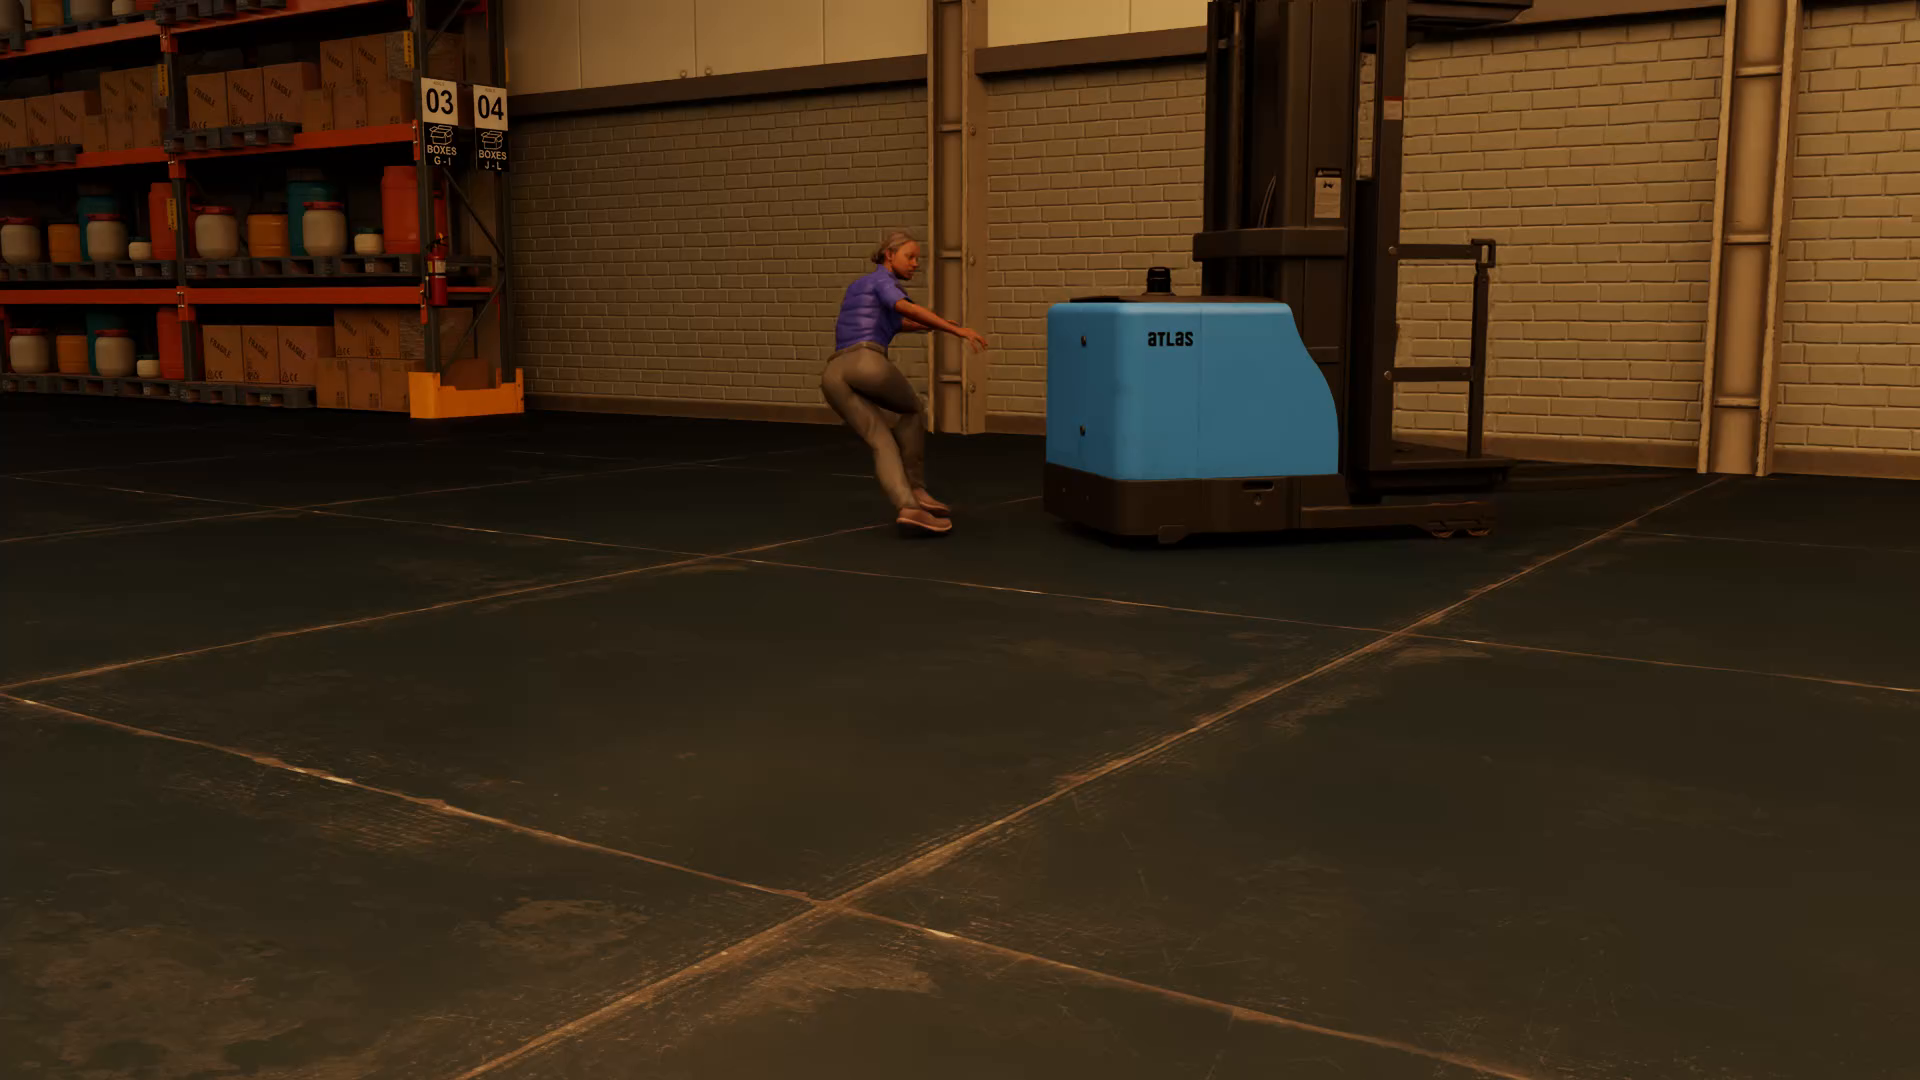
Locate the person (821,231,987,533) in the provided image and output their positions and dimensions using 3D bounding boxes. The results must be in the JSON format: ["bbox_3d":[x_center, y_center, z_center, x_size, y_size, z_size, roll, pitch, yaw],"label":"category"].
[{"bbox_3d":[-0.209,-0.787,8.058,0.907,1.411,0.909,6,10,38],"label":"person"}]

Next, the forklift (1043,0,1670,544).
[{"bbox_3d":[1.980,-1.527,7.934,3.031,2.935,1.130,-3,8,-17],"label":"forklift"}]
